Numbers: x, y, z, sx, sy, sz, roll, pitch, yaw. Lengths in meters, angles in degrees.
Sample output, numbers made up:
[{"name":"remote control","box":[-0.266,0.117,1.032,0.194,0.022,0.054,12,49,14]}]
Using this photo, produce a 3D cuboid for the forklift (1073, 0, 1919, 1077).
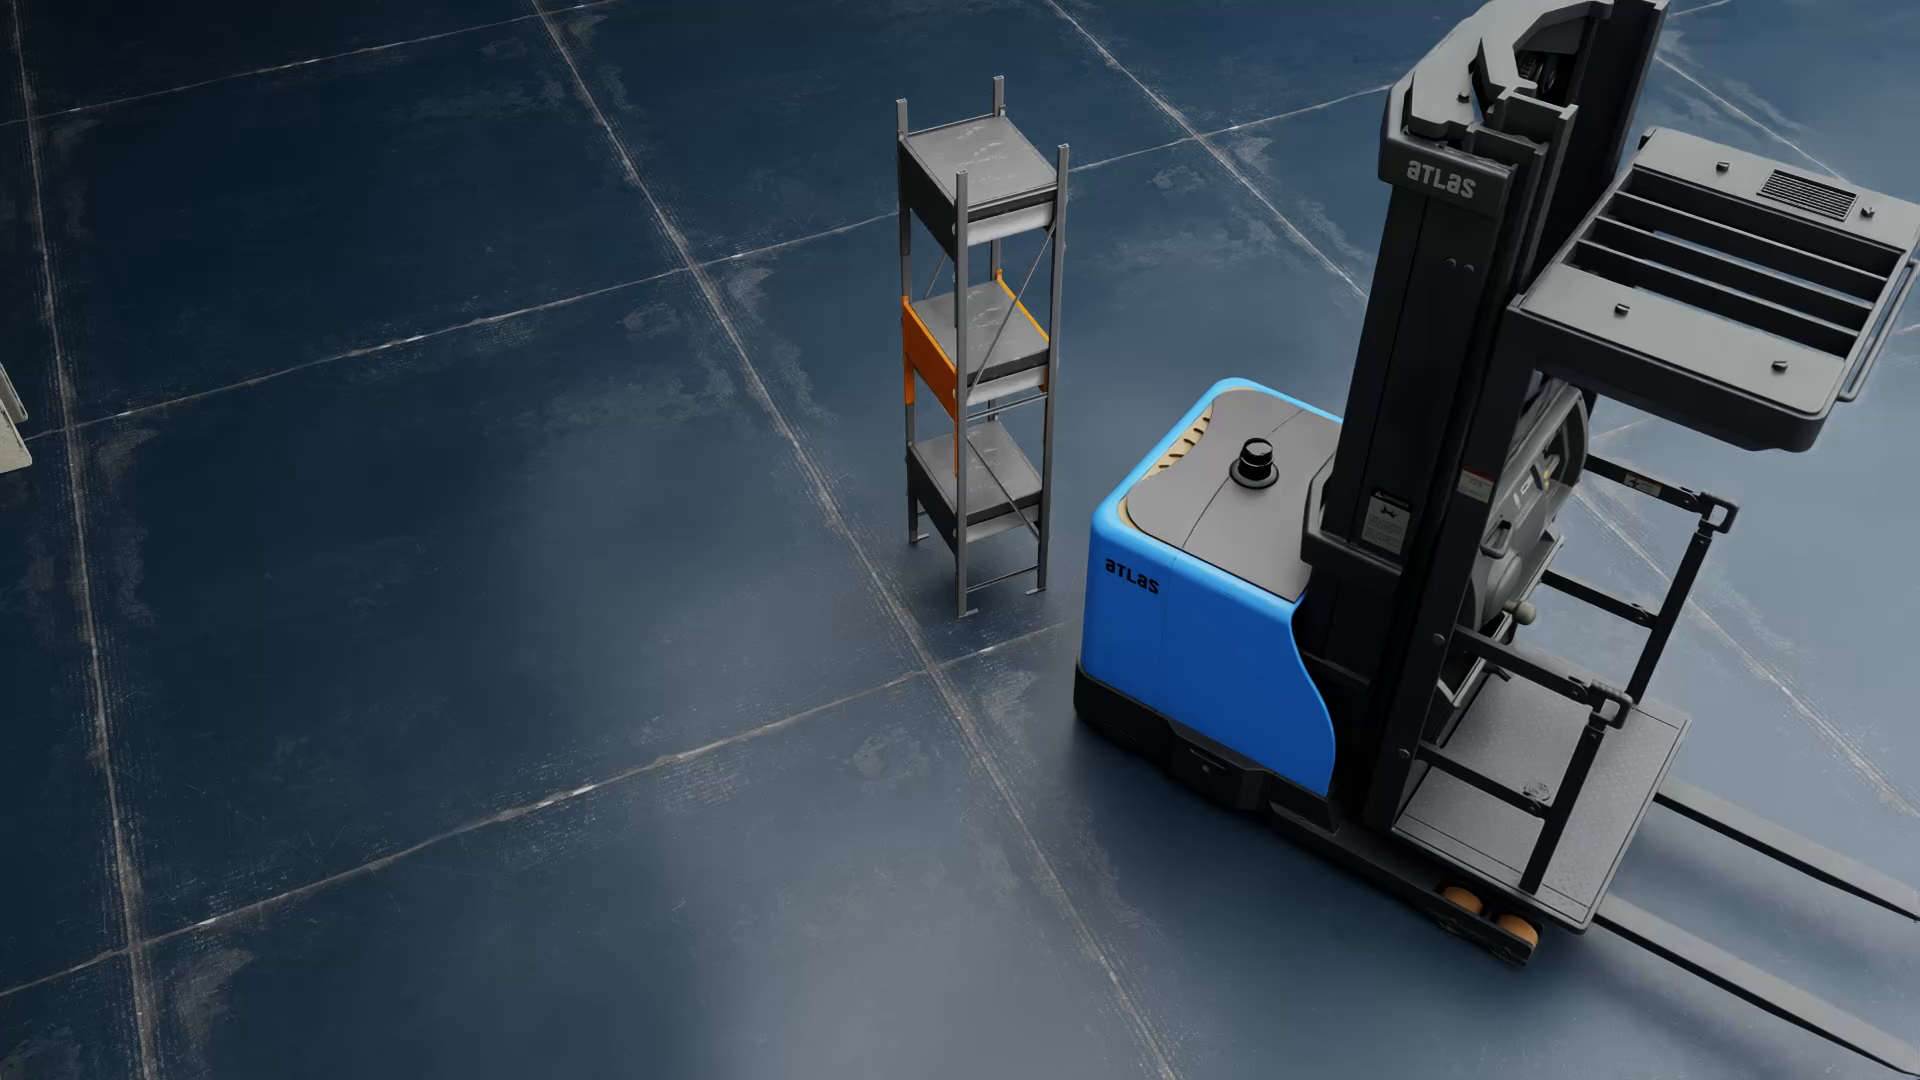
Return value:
[{"name":"forklift","box":[1.932,-0.036,5.069,3.031,2.935,1.130,26,50,24]}]

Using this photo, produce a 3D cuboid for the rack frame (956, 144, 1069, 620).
[{"name":"rack frame","box":[0.172,-0.486,6.117,0.400,2.100,0.015,-18,47,-17]}]

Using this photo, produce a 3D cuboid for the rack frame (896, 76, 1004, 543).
[{"name":"rack frame","box":[-0.033,-0.797,6.432,0.400,2.100,0.015,-18,47,-17]}]

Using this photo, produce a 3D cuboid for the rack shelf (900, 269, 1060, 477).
[{"name":"rack shelf","box":[0.070,-0.632,6.284,0.431,0.518,0.480,-18,47,-17]}]

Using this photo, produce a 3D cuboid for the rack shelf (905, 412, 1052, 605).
[{"name":"rack shelf","box":[0.070,-0.134,6.776,0.431,0.518,0.480,-18,47,-17]}]

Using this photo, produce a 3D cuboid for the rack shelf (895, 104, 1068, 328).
[{"name":"rack shelf","box":[0.070,-1.130,5.792,0.431,0.518,0.480,-18,47,-17]}]

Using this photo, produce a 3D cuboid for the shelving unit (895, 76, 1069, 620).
[{"name":"shelving unit","box":[0.070,-0.642,6.274,0.431,2.100,0.503,-18,47,-17]}]

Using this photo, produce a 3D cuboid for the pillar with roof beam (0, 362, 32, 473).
[{"name":"pillar with roof beam","box":[-0.481,-4.893,5.671,9.100,9.000,0.400,-18,47,-17]}]
